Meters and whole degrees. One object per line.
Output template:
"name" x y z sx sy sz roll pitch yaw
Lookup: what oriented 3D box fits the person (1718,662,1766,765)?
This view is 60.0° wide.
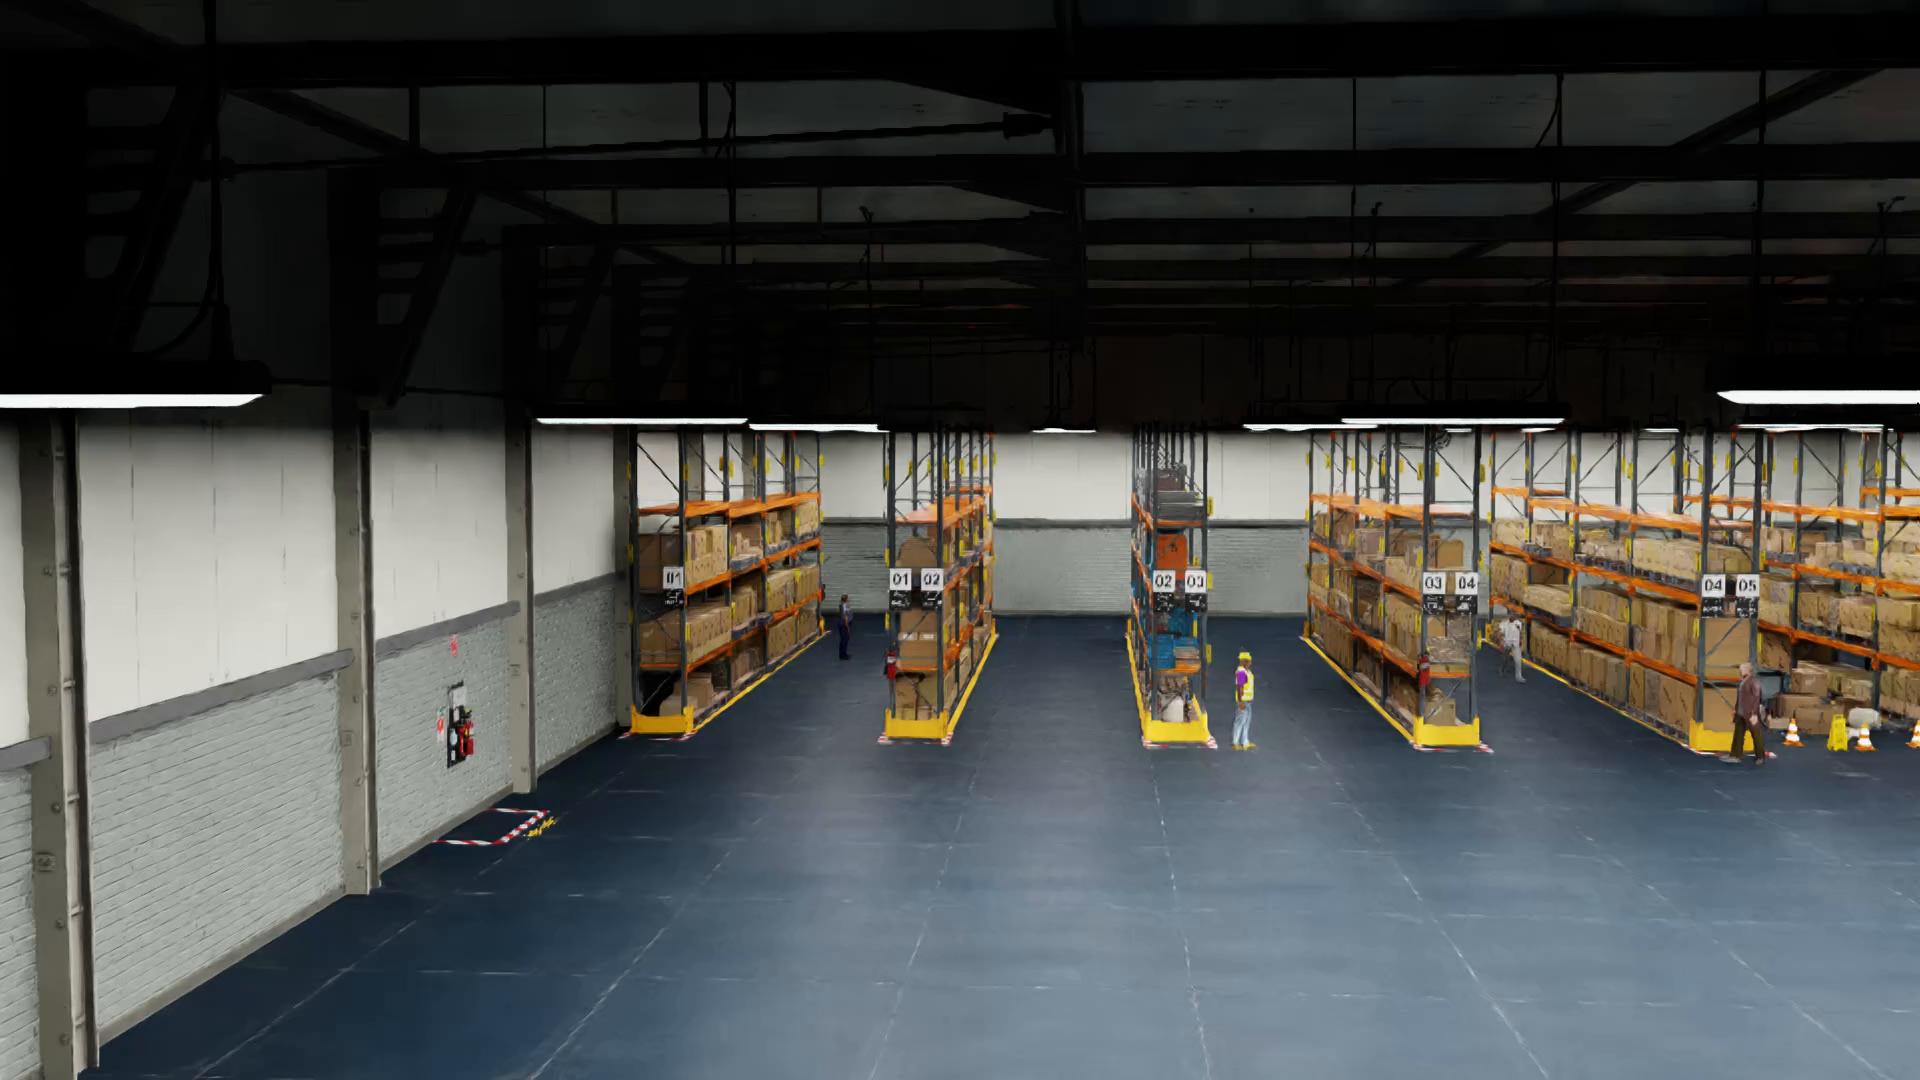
"person" 13.625 3.003 28.871 0.677 1.773 0.697 -1 4 -8

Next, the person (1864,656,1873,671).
"person" 21.186 2.463 38.564 0.399 1.583 0.469 -2 4 -28

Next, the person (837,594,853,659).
"person" -2.923 2.202 42.455 0.380 1.646 0.608 -1 4 -17

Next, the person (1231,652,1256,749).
"person" 5.170 2.916 30.320 0.414 1.771 0.689 1 4 17

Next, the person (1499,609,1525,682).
"person" 12.798 2.423 38.650 0.542 1.675 1.126 0 4 7
